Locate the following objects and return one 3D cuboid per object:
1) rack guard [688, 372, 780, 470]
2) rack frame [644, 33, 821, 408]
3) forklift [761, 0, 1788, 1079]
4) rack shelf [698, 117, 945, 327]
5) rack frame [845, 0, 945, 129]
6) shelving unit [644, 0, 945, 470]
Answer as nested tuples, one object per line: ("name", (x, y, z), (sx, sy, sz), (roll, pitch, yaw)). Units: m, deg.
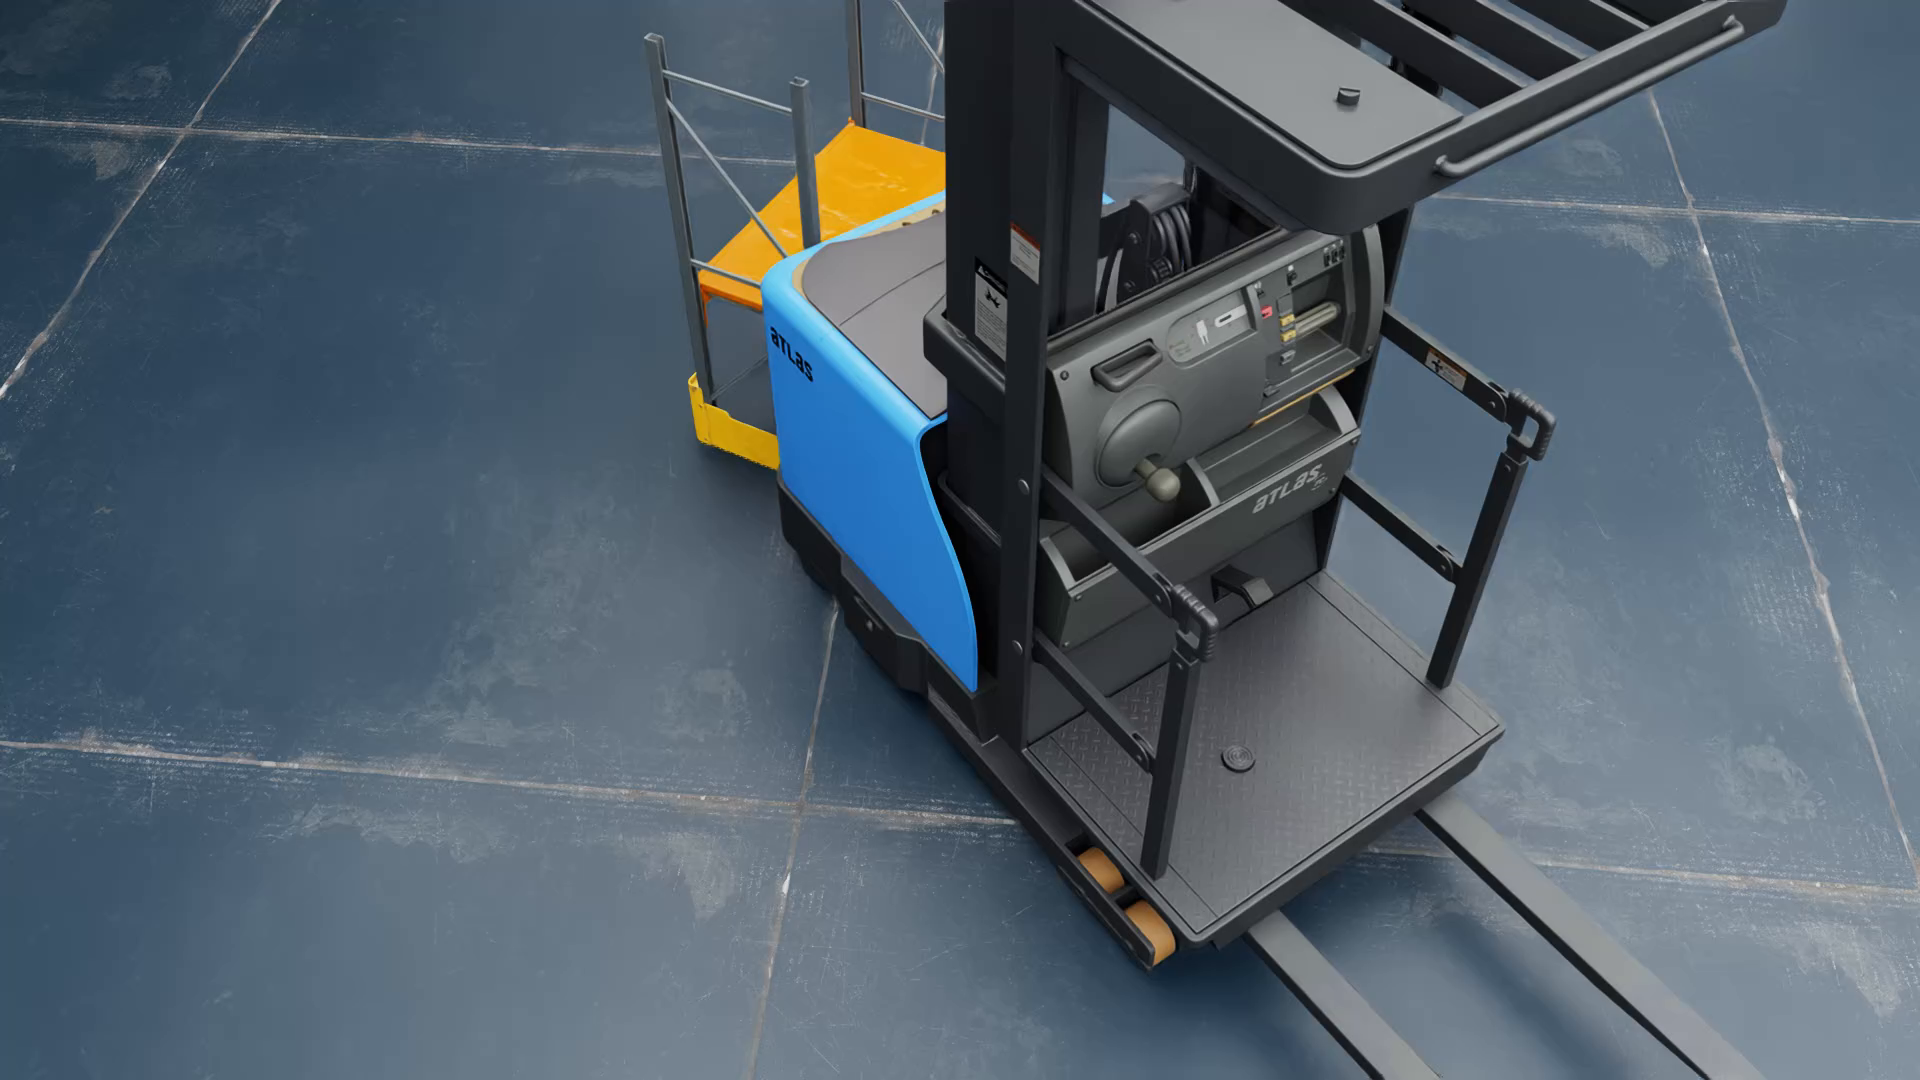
("rack guard", (-0.609, -0.349, 5.400), (0.587, 0.250, 0.087), (21, 51, 18))
("rack frame", (-0.618, -0.758, 4.927), (0.500, 1.500, 0.032), (21, 51, 18))
("forklift", (0.713, -0.317, 3.554), (1.130, 2.935, 3.031), (-28, 53, -23))
("rack shelf", (-0.380, -0.969, 5.363), (0.538, 0.185, 1.000), (21, 51, 18))
("rack frame", (-0.142, -1.422, 5.534), (0.500, 1.500, 0.032), (21, 51, 18))
("shelving unit", (-0.376, -1.096, 5.236), (0.587, 1.500, 1.083), (21, 51, 18))
